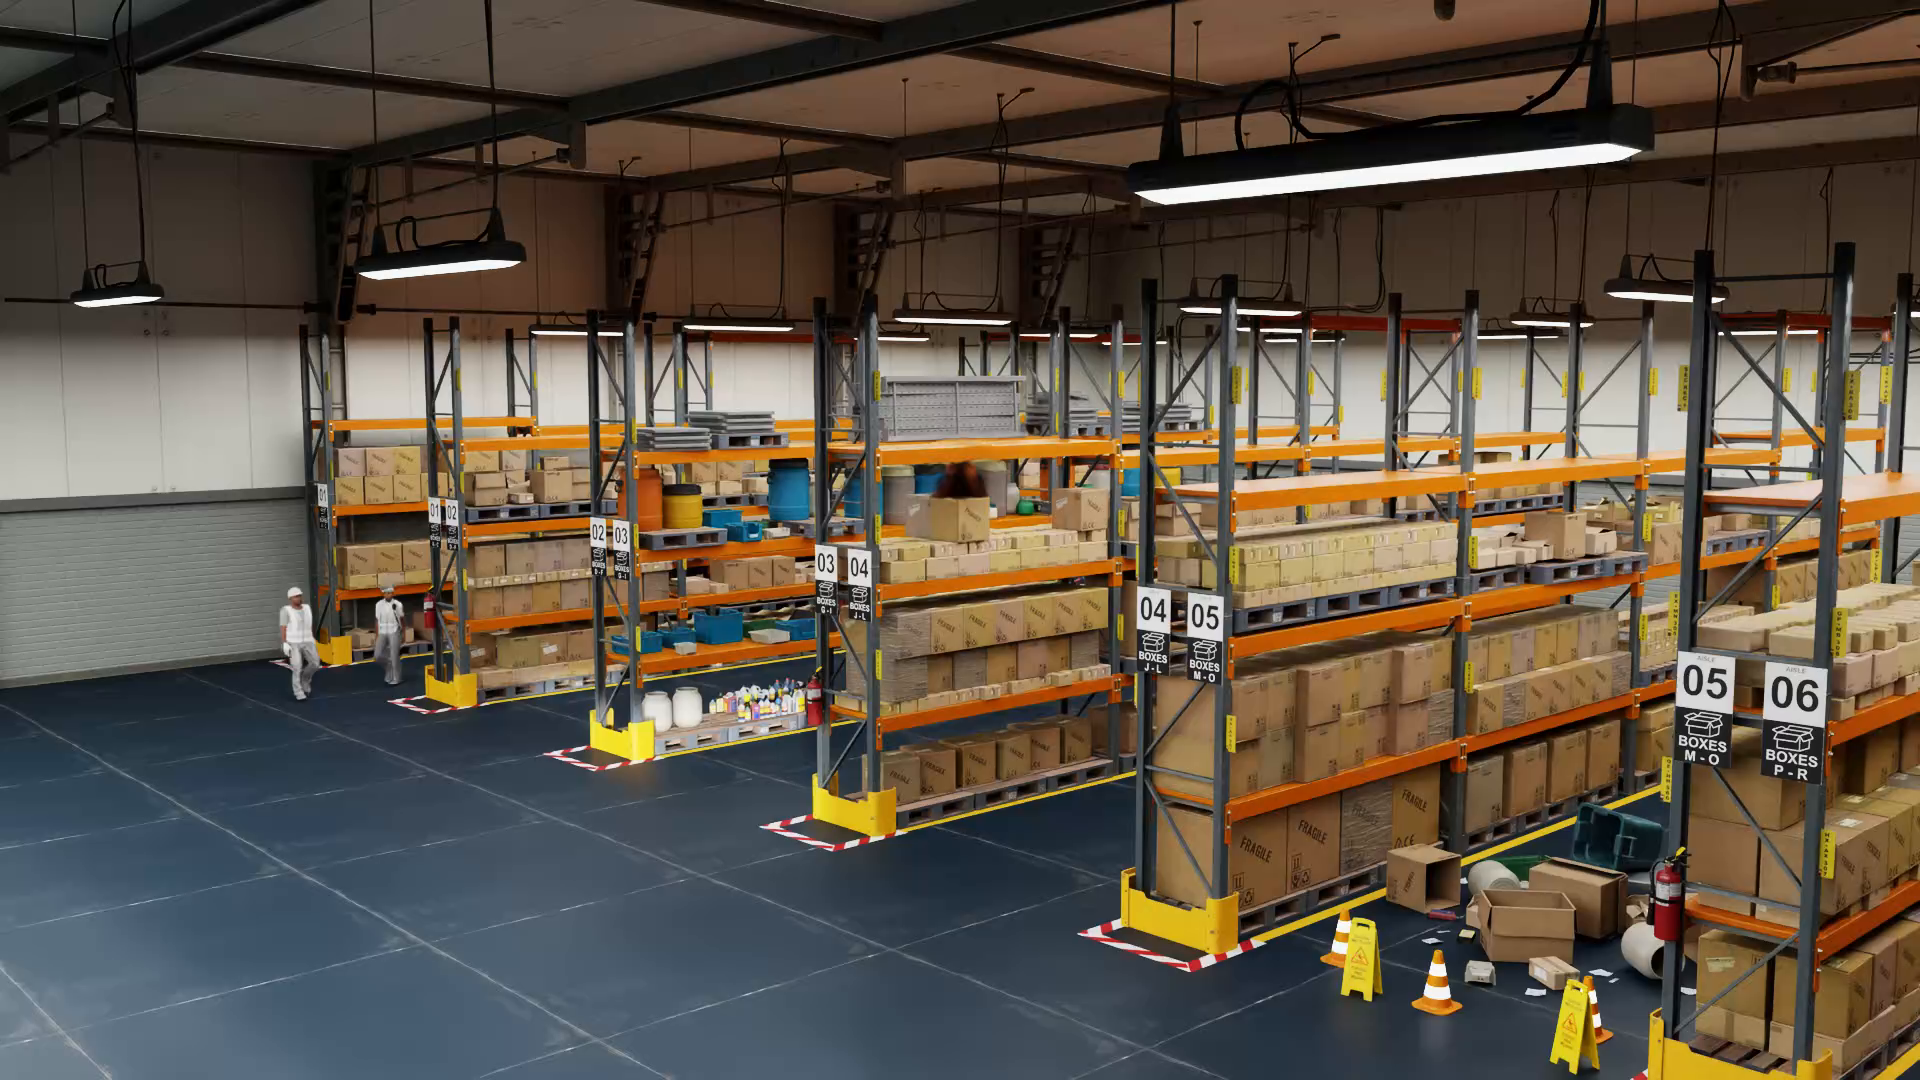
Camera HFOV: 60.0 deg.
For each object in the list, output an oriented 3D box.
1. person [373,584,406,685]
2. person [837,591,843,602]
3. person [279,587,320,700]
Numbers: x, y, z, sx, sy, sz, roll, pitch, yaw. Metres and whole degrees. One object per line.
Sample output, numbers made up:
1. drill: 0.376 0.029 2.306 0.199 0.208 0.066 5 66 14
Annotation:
1. person: -9.398 1.555 27.401 0.517 1.672 0.447 1 6 6
2. person: -2.617 0.917 34.072 0.958 1.669 0.660 -5 8 -43
3. person: -10.427 1.621 26.206 0.574 1.772 0.518 -5 8 -42
